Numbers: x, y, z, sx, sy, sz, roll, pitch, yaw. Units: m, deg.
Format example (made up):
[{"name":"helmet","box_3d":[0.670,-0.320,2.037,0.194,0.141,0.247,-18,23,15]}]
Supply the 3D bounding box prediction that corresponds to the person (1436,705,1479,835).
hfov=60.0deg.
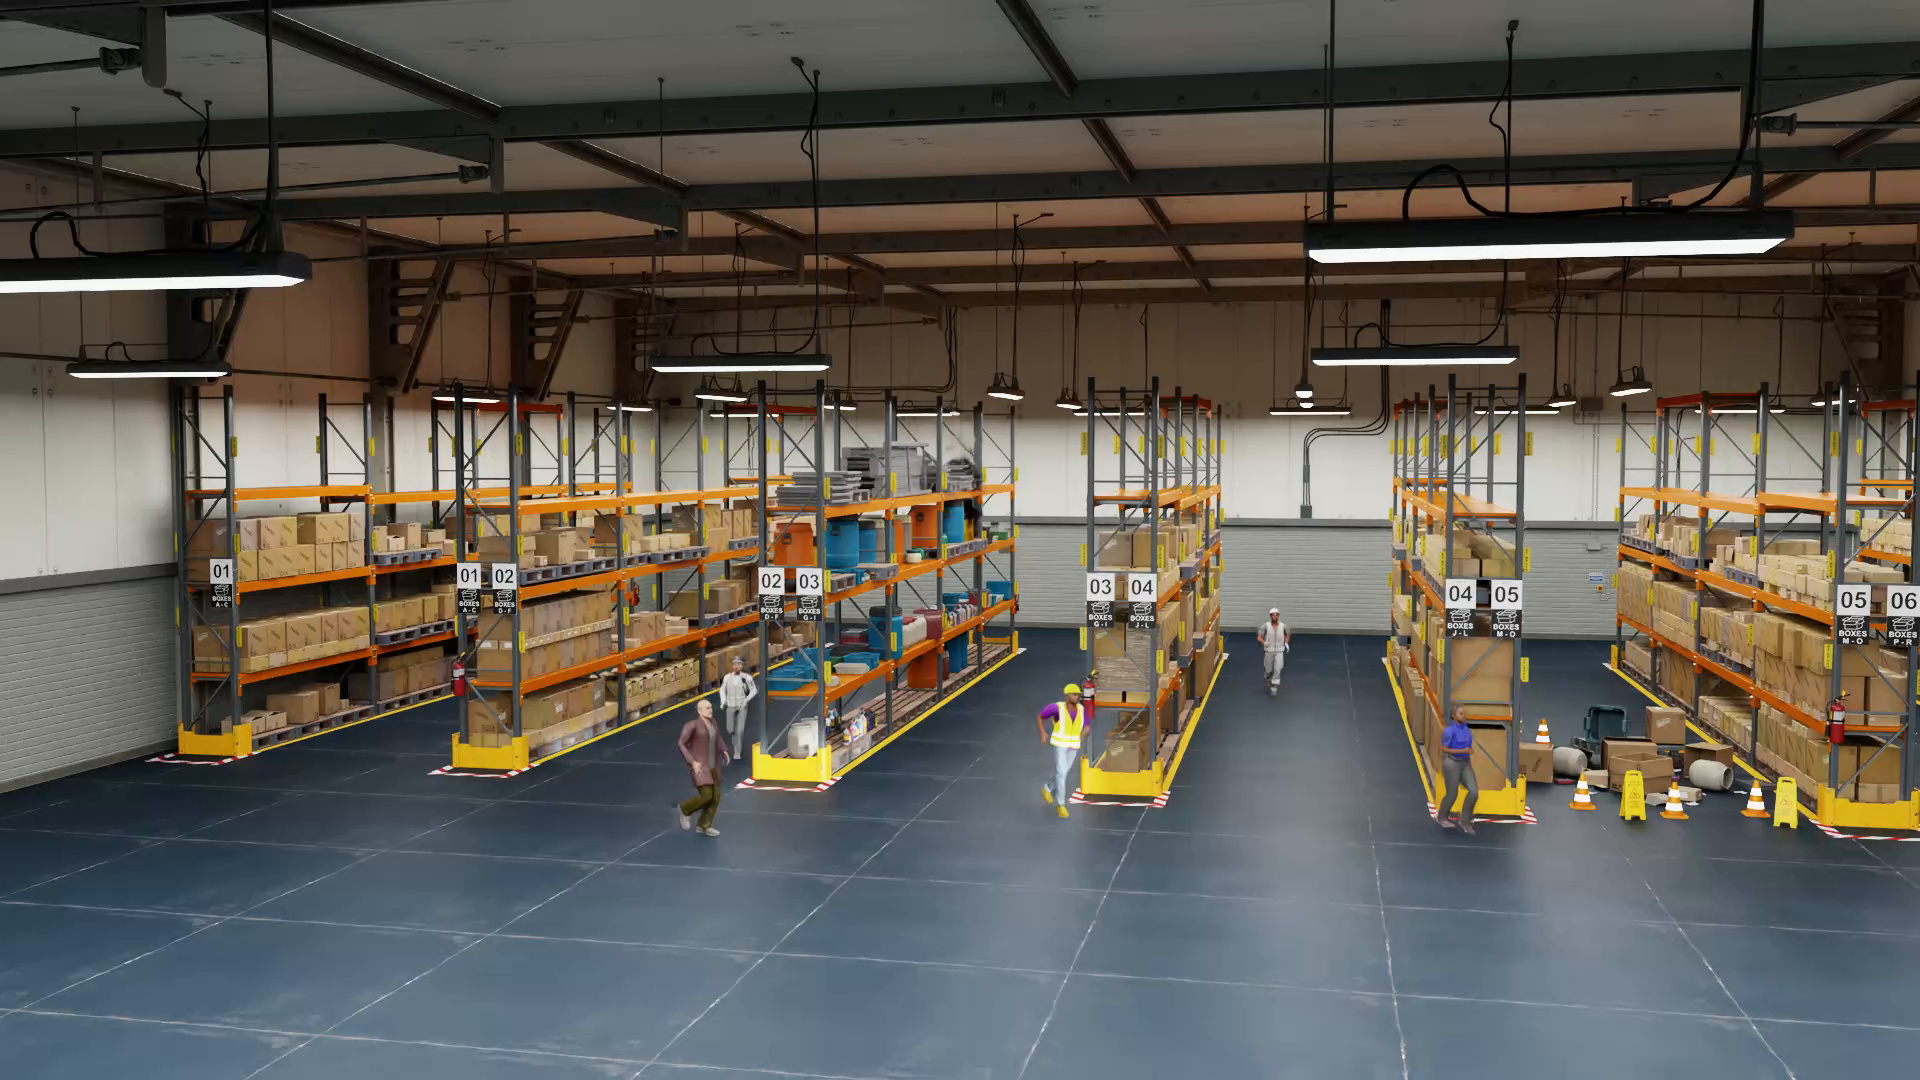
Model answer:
[{"name":"person","box_3d":[6.469,2.992,21.570,0.568,1.714,0.658,-2,4,-29]}]

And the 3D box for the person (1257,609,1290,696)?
[{"name":"person","box_3d":[6.330,2.250,33.544,0.653,1.750,0.720,0,3,3]}]

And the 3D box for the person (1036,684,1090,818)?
[{"name":"person","box_3d":[1.454,2.843,22.869,0.736,1.742,0.967,-1,4,-24]}]

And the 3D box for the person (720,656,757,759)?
[{"name":"person","box_3d":[-3.582,2.681,26.828,0.615,1.657,0.555,0,3,1]}]

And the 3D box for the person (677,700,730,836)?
[{"name":"person","box_3d":[-3.305,2.932,21.484,0.572,1.749,0.731,2,4,34]}]
